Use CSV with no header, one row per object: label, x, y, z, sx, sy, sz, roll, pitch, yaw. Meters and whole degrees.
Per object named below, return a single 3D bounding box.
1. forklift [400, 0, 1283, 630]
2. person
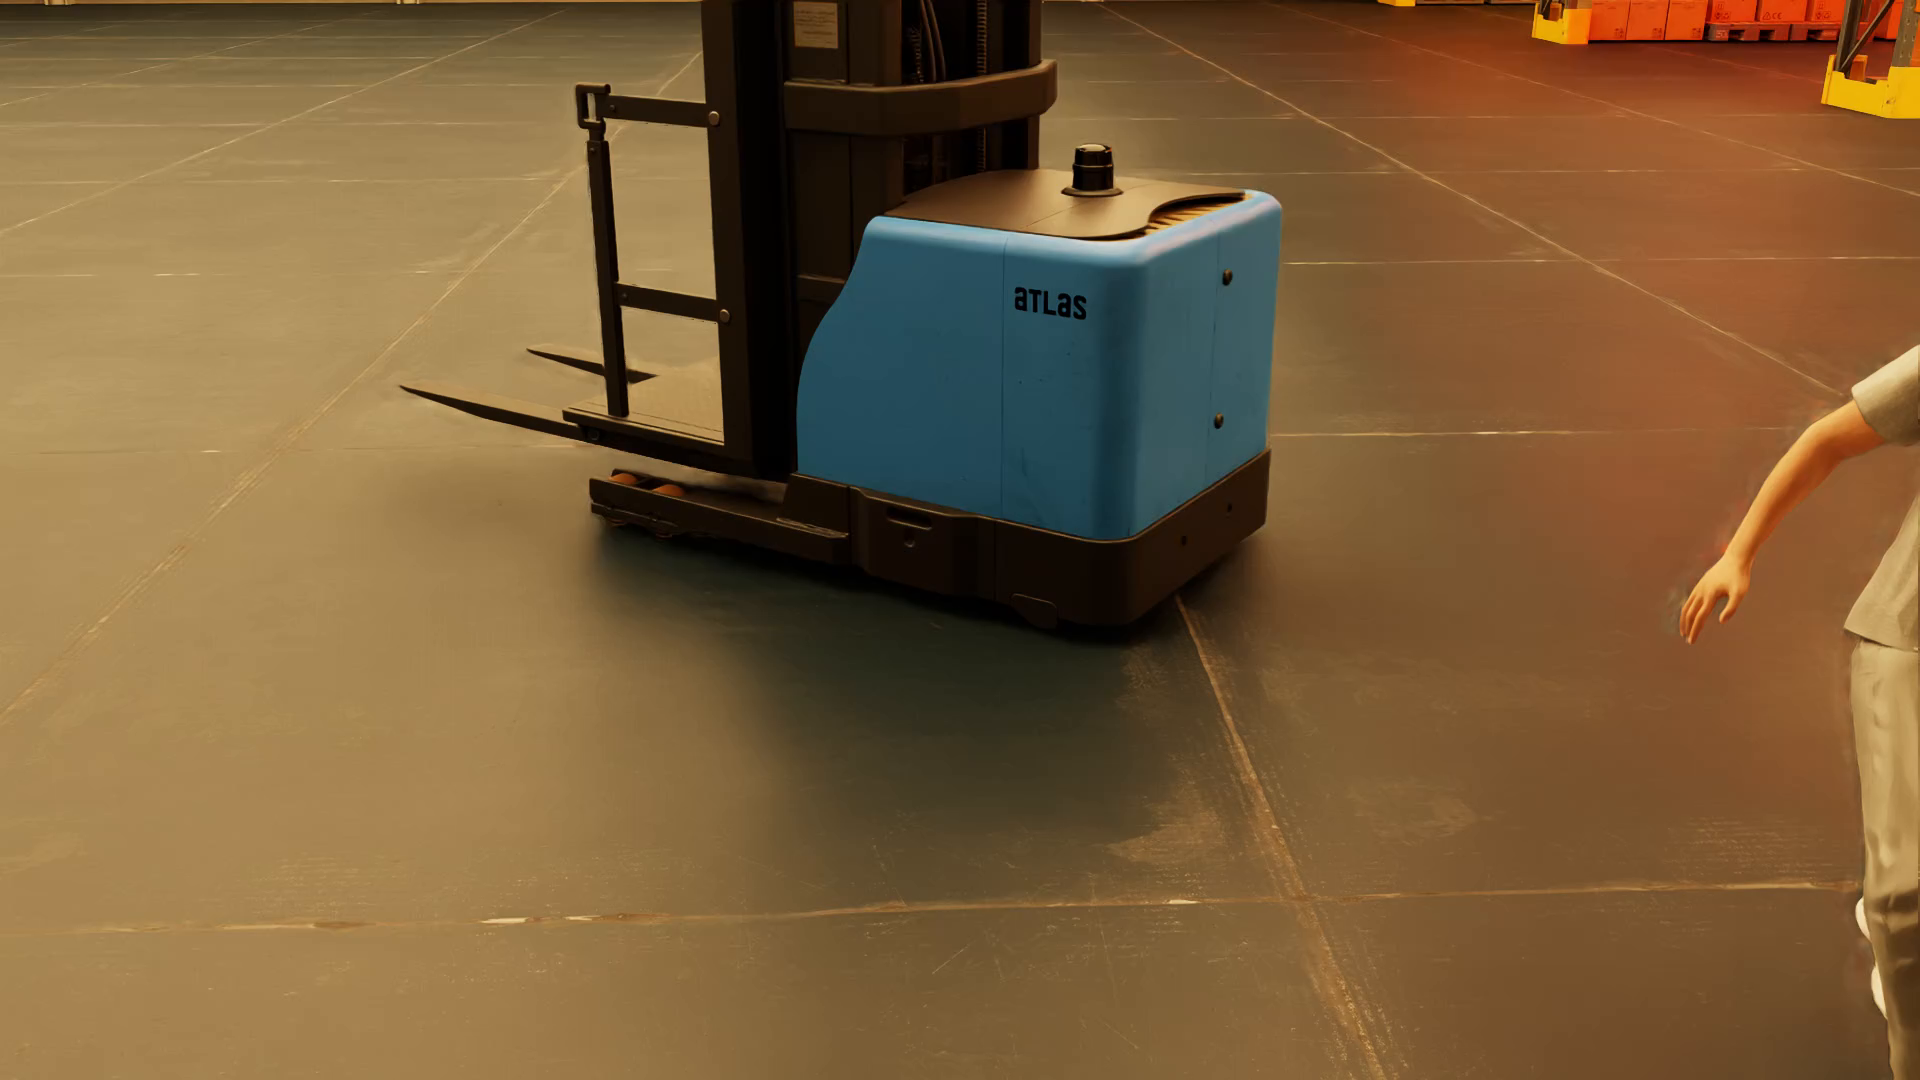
forklift,-0.569,-1.515,5.021,3.031,2.935,1.130,13,25,31
person,1.502,0.219,2.520,0.774,1.542,0.802,10,24,24
